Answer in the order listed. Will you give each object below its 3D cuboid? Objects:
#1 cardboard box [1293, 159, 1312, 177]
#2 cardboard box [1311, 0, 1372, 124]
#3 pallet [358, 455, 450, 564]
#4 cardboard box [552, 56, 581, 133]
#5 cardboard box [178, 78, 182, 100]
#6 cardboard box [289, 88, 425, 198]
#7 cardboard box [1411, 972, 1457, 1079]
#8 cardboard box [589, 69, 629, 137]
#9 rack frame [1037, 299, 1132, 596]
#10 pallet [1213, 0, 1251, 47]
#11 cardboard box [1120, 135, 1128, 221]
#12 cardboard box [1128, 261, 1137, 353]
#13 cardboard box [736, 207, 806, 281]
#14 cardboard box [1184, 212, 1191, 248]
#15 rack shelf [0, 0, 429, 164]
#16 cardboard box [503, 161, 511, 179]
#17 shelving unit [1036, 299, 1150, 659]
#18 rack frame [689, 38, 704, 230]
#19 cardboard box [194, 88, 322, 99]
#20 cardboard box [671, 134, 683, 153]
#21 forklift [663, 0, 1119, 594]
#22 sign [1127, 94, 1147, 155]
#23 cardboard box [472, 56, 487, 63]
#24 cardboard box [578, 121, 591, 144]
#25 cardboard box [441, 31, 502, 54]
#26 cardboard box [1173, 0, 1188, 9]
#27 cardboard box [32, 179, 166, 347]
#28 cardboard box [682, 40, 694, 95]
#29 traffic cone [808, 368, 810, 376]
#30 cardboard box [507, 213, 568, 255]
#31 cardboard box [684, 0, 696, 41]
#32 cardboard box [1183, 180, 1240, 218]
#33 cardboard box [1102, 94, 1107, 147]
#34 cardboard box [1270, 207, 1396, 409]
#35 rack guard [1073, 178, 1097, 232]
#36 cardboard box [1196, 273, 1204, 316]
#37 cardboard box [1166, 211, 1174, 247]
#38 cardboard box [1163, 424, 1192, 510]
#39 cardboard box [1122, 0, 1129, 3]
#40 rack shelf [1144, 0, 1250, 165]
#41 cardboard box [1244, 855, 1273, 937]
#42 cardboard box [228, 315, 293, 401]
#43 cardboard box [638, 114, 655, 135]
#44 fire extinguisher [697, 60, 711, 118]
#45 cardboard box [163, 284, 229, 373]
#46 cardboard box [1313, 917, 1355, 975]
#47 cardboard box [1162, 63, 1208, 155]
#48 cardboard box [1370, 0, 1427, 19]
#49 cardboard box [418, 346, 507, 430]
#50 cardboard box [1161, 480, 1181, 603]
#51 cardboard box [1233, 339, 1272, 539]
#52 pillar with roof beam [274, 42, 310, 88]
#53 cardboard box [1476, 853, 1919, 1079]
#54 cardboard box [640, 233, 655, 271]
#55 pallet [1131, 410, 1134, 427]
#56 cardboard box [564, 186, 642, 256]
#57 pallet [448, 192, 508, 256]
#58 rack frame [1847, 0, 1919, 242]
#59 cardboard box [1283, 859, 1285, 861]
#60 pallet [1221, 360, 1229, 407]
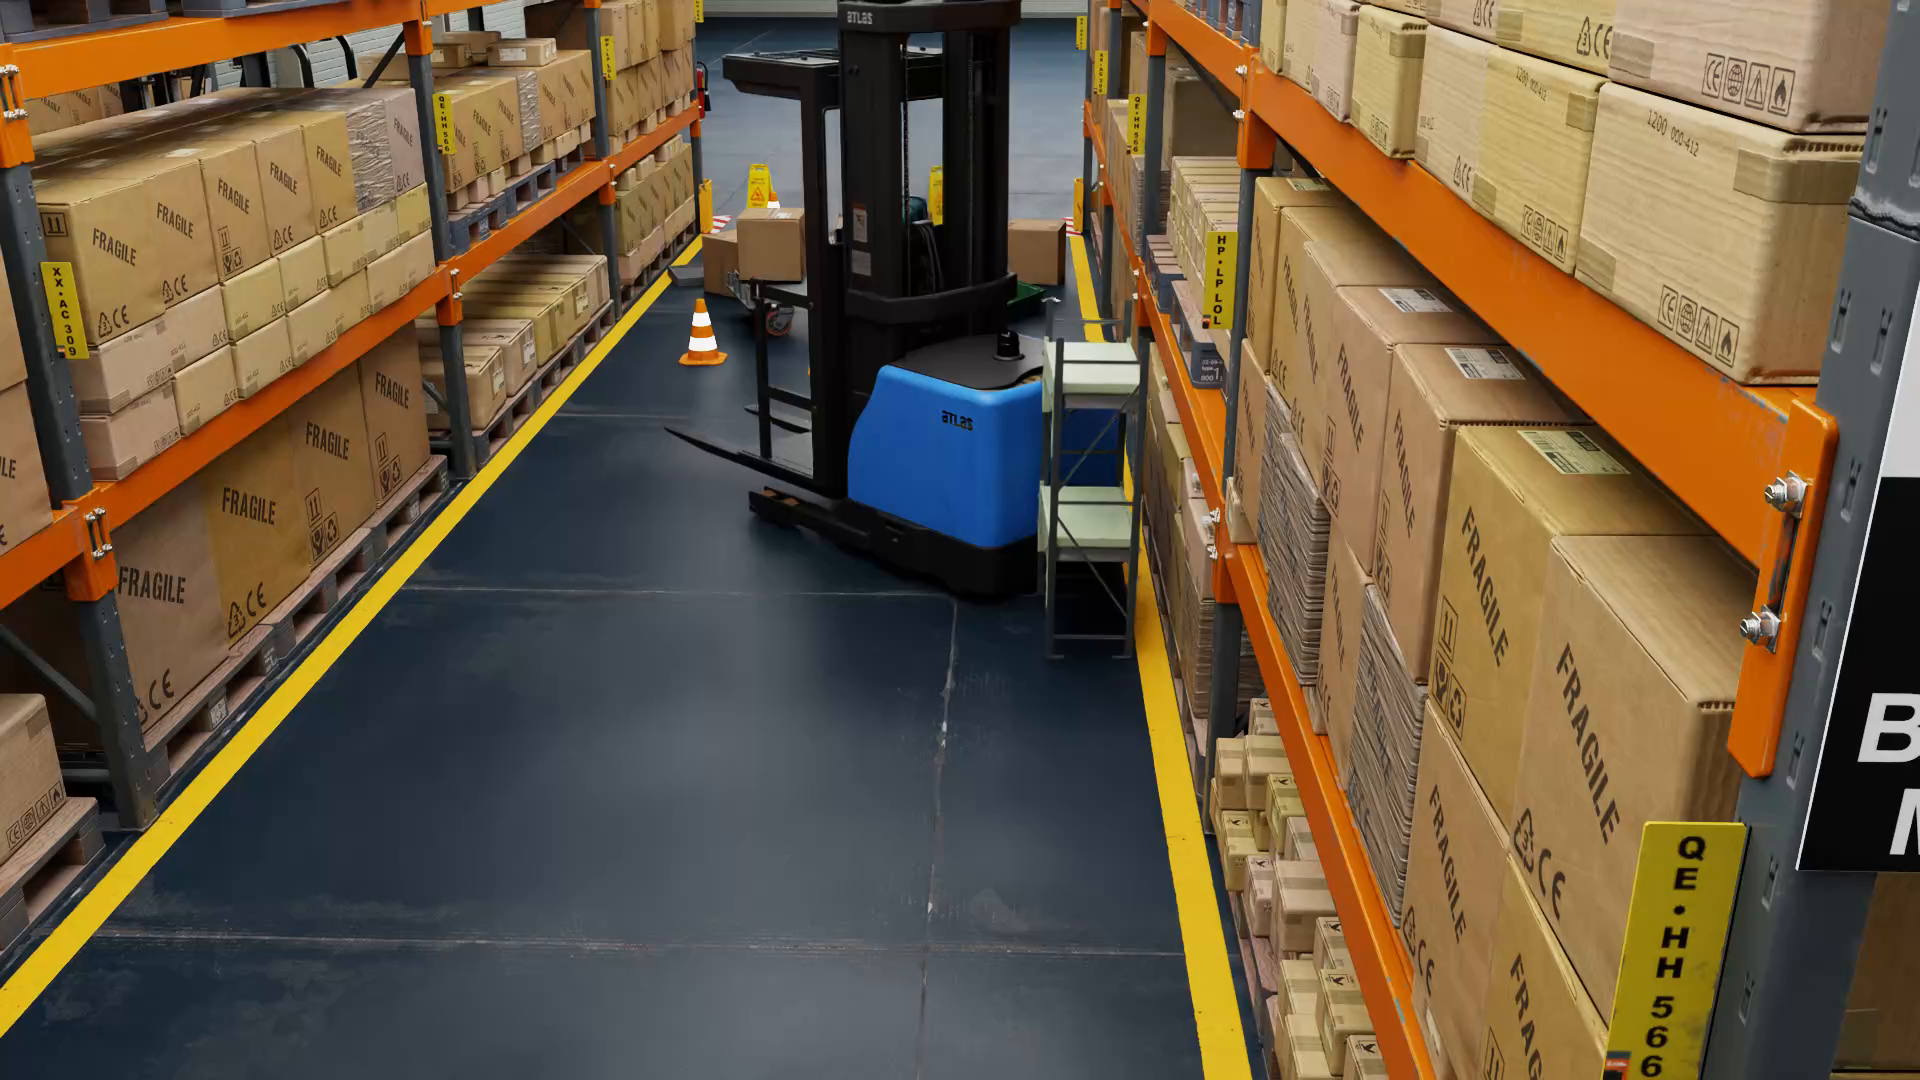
[{"bbox_3d":[1.977,-1.931,8.802,0.380,0.149,0.250,0,21,0],"label":"cardboard box"},{"bbox_3d":[1.093,-1.105,3.791,0.500,0.250,0.500,2,21,4],"label":"cardboard box"},{"bbox_3d":[-3.516,-0.190,9.228,1.003,0.211,1.213,1,21,2],"label":"pallet"},{"bbox_3d":[-3.094,-3.253,12.137,0.500,0.500,0.500,1,21,2],"label":"cardboard box"},{"bbox_3d":[-7.913,-4.399,16.081,0.500,0.500,0.500,1,21,3],"label":"cardboard box"},{"bbox_3d":[-3.171,-2.098,8.768,0.500,0.500,0.500,0,21,0],"label":"cardboard box"},{"bbox_3d":[1.040,0.859,3.016,0.380,0.149,0.250,1,21,3],"label":"cardboard box"},{"bbox_3d":[-3.003,-3.562,13.514,0.500,0.500,0.500,1,21,1],"label":"cardboard box"},{"bbox_3d":[0.594,-0.424,8.038,0.400,1.500,0.023,1,21,-1],"label":"rack frame"},{"bbox_3d":[1.537,-1.843,5.746,1.213,0.211,1.003,1,21,2],"label":"pallet"},{"bbox_3d":[1.311,-2.330,10.750,0.500,0.500,0.500,0,21,1],"label":"cardboard box"},{"bbox_3d":[1.665,-1.439,11.121,1.050,0.750,0.750,1,21,2],"label":"cardboard box"},{"bbox_3d":[-1.515,-2.400,13.476,0.500,0.500,0.500,1,21,2],"label":"cardboard box"},{"bbox_3d":[1.300,-1.516,8.144,0.380,0.149,0.250,1,21,2],"label":"cardboard box"},{"bbox_3d":[-3.478,-2.115,7.180,1.077,0.370,4.000,1,21,2],"label":"rack shelf"},{"bbox_3d":[-3.197,-2.459,10.986,0.380,0.149,0.250,1,21,4],"label":"cardboard box"},{"bbox_3d":[0.597,-0.291,7.697,0.431,1.500,0.755,1,21,-1],"label":"shelving unit"},{"bbox_3d":[-3.174,-4.667,16.911,1.000,3.000,0.127,1,21,2],"label":"rack frame"},{"bbox_3d":[-3.677,-2.112,8.804,0.500,0.500,0.500,0,21,0],"label":"cardboard box"},{"bbox_3d":[-2.882,-3.807,15.981,0.380,0.149,0.250,1,21,3],"label":"cardboard box"},{"bbox_3d":[-0.534,-1.544,8.958,1.130,2.935,3.031,-19,28,-40],"label":"forklift"},{"bbox_3d":[0.979,-2.301,9.213,0.100,0.325,0.005,1,21,2],"label":"sign"},{"bbox_3d":[-3.611,-3.255,12.140,0.500,0.500,0.500,1,21,2],"label":"cardboard box"},{"bbox_3d":[-3.035,-3.111,12.666,0.380,0.149,0.250,1,21,2],"label":"cardboard box"},{"bbox_3d":[-3.663,-3.738,12.490,0.380,0.149,0.250,1,21,1],"label":"cardboard box"},{"bbox_3d":[1.232,-2.637,7.392,0.500,0.500,0.500,1,21,2],"label":"cardboard box"},{"bbox_3d":[-3.238,-0.997,5.932,0.500,0.500,0.500,1,21,2],"label":"cardboard box"},{"bbox_3d":[-2.915,-4.653,16.325,0.500,0.500,0.500,0,21,1],"label":"cardboard box"},{"bbox_3d":[-0.943,-1.459,12.149,0.336,0.463,0.334,1,21,2],"label":"traffic cone"},{"bbox_3d":[-3.546,-2.701,14.028,0.500,0.500,0.500,0,21,1],"label":"cardboard box"},{"bbox_3d":[-2.971,-5.132,16.176,0.700,0.500,0.500,0,21,0],"label":"cardboard box"},{"bbox_3d":[1.300,-1.666,8.121,0.380,0.149,0.250,0,21,-1],"label":"cardboard box"},{"bbox_3d":[1.649,-3.606,13.967,0.875,0.550,0.550,1,21,2],"label":"cardboard box"},{"bbox_3d":[1.154,-0.614,4.533,0.500,0.500,0.500,0,21,0],"label":"cardboard box"},{"bbox_3d":[1.778,-3.493,17.339,1.175,0.500,0.348,1,21,2],"label":"rack guard"},{"bbox_3d":[1.271,-1.102,7.490,0.380,0.149,0.250,0,21,0],"label":"cardboard box"},{"bbox_3d":[1.318,-1.676,8.968,0.380,0.149,0.250,0,21,1],"label":"cardboard box"},{"bbox_3d":[1.213,-0.340,7.596,0.500,0.250,0.500,0,21,-1],"label":"cardboard box"},{"bbox_3d":[1.764,-4.495,14.767,0.875,0.550,0.500,1,21,2],"label":"cardboard box"},{"bbox_3d":[1.473,-2.097,7.134,1.077,0.370,4.000,1,21,2],"label":"rack shelf"},{"bbox_3d":[1.116,1.138,5.311,0.380,0.149,0.250,1,21,1],"label":"cardboard box"},{"bbox_3d":[-3.216,-0.787,7.118,0.500,0.250,0.500,0,21,1],"label":"cardboard box"},{"bbox_3d":[-2.917,-3.677,14.705,0.380,0.149,0.250,1,21,2],"label":"cardboard box"},{"bbox_3d":[-2.710,-4.667,17.018,0.296,0.674,0.183,1,21,2],"label":"fire extinguisher"},{"bbox_3d":[-3.256,-0.836,6.554,0.500,0.250,0.500,1,21,2],"label":"cardboard box"},{"bbox_3d":[1.168,1.144,4.473,0.380,0.149,0.250,0,21,-1],"label":"cardboard box"},{"bbox_3d":[1.571,-2.615,10.100,0.700,0.500,0.500,0,21,1],"label":"cardboard box"},{"bbox_3d":[1.110,-1.148,3.209,0.500,0.250,0.500,0,21,-1],"label":"cardboard box"},{"bbox_3d":[-3.390,-0.950,10.382,0.950,0.372,0.625,-1,21,-2],"label":"cardboard box"},{"bbox_3d":[1.219,0.018,7.711,0.500,0.500,0.500,0,21,0],"label":"cardboard box"},{"bbox_3d":[1.145,-0.320,5.156,0.500,0.500,0.500,0,21,1],"label":"cardboard box"},{"bbox_3d":[-4.572,-9.398,20.809,9.100,9.000,0.400,1,21,2],"label":"pillar with roof beam"},{"bbox_3d":[1.047,0.785,2.309,0.500,0.500,0.500,1,21,3],"label":"cardboard box"},{"bbox_3d":[-3.003,-2.538,14.645,0.500,0.250,0.500,2,21,5],"label":"cardboard box"},{"bbox_3d":[1.633,-0.741,10.647,1.003,0.211,1.213,1,21,2],"label":"pallet"},{"bbox_3d":[-3.008,-2.695,14.011,0.500,0.500,0.500,2,21,4],"label":"cardboard box"},{"bbox_3d":[-3.502,-1.944,10.158,1.213,0.211,1.003,1,21,2],"label":"pallet"},{"bbox_3d":[1.290,-1.661,0.870,1.000,3.000,0.127,1,21,2],"label":"rack frame"},{"bbox_3d":[1.181,1.090,5.022,0.380,0.149,0.250,0,21,-1],"label":"cardboard box"},{"bbox_3d":[1.581,-0.496,6.425,1.003,0.211,1.213,1,21,2],"label":"pallet"}]
